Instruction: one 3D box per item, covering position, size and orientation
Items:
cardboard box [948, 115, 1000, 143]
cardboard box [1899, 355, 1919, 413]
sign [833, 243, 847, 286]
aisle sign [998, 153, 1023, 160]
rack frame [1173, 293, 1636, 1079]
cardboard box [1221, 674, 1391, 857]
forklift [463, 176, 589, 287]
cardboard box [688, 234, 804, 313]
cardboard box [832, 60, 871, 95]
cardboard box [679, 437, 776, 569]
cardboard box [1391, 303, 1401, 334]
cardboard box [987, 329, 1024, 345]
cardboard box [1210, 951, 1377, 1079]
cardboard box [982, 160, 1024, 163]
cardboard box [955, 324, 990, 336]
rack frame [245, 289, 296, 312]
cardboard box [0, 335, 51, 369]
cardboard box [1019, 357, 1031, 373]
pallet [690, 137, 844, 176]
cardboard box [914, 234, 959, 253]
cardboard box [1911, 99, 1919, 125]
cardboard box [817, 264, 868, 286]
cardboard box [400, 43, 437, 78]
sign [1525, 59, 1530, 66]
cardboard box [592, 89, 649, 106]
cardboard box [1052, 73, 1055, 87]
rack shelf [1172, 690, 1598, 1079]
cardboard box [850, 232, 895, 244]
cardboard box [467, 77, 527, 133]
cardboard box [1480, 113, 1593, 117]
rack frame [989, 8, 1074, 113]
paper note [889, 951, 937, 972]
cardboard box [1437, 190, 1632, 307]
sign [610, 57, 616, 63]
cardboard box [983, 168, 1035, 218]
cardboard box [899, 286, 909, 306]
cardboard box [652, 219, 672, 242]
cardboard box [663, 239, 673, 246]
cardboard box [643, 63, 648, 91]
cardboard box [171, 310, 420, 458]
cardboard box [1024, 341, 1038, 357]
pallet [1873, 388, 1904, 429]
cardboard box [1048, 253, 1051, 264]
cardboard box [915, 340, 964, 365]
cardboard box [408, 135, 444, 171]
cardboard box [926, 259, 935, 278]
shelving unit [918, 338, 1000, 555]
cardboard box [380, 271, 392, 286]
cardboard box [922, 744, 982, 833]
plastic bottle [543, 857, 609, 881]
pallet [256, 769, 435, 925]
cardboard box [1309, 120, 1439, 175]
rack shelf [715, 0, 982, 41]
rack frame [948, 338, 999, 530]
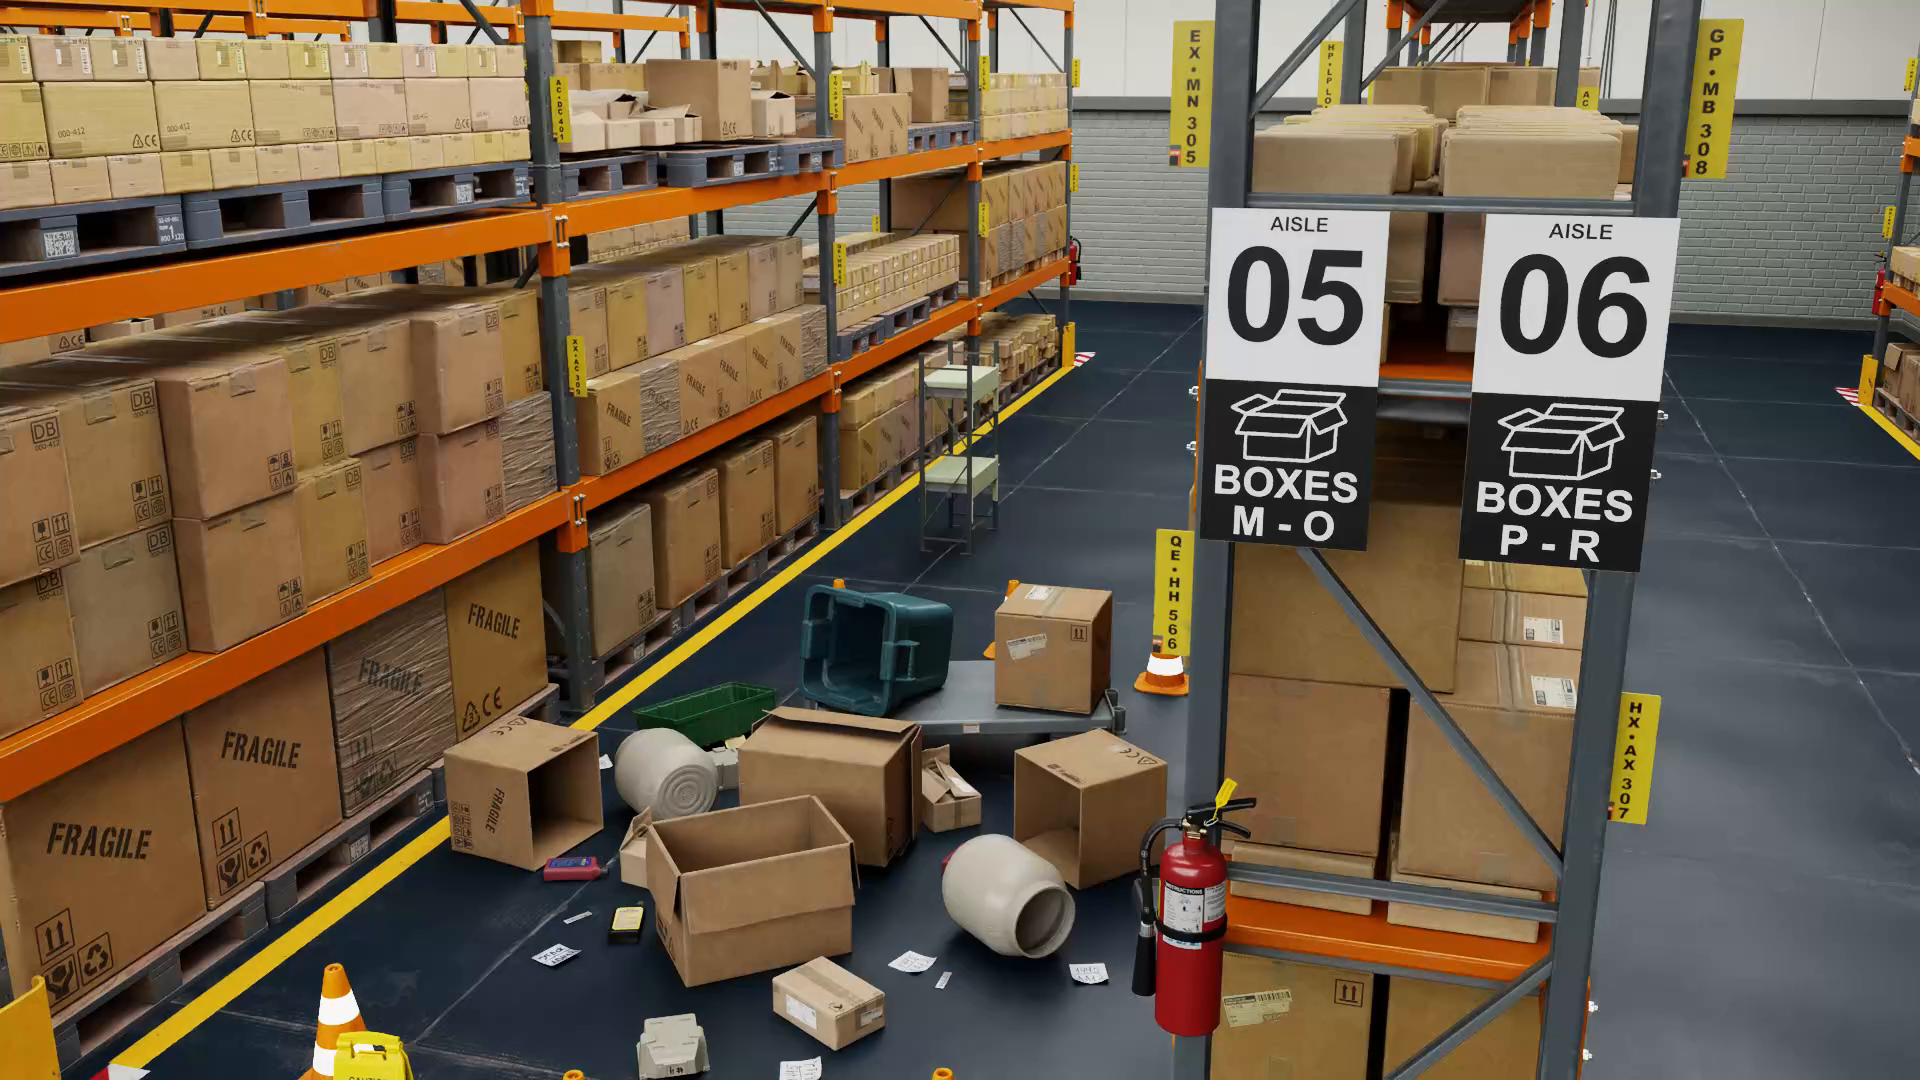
[{"bbox_3d":[0.083,-4.078,16.487,0.500,0.250,0.500,5,17,19],"label":"cardboard box"},{"bbox_3d":[9.825,-1.538,16.565,0.700,0.500,0.500,5,17,18],"label":"cardboard box"},{"bbox_3d":[-0.905,-2.075,12.525,0.100,0.325,0.005,5,16,16],"label":"sign"},{"bbox_3d":[0.569,-4.946,20.005,0.394,0.787,0.004,5,16,16],"label":"aisle sign"},{"bbox_3d":[1.063,0.891,4.193,1.000,3.000,0.127,5,16,16],"label":"rack frame"},{"bbox_3d":[0.953,0.536,4.714,0.500,0.500,0.500,4,16,15],"label":"cardboard box"},{"bbox_3d":[-3.880,-1.874,14.065,1.130,2.935,3.031,7,17,24],"label":"forklift"},{"bbox_3d":[-1.575,-1.972,12.270,0.700,0.500,0.500,5,16,16],"label":"cardboard box"},{"bbox_3d":[-0.912,-3.639,13.078,0.396,0.266,0.258,5,16,16],"label":"cardboard box"},{"bbox_3d":[-1.942,-0.298,11.737,1.050,0.750,0.750,5,17,17],"label":"cardboard box"},{"bbox_3d":[1.044,-0.681,4.697,0.380,0.149,0.250,5,17,18],"label":"cardboard box"},{"bbox_3d":[0.511,-2.275,18.717,0.380,0.149,0.250,4,16,14],"label":"cardboard box"},{"bbox_3d":[1.041,1.421,5.218,0.500,0.500,0.500,5,17,16],"label":"cardboard box"},{"bbox_3d":[0.453,-4.228,19.679,0.500,0.500,0.500,5,16,16],"label":"cardboard box"},{"bbox_3d":[0.124,-2.378,19.082,0.380,0.149,0.250,5,17,18],"label":"cardboard box"},{"bbox_3d":[-6.165,-1.971,14.281,1.000,3.000,0.127,5,16,16],"label":"rack frame"},{"bbox_3d":[-6.941,-1.612,11.147,1.000,1.000,1.000,5,17,16],"label":"cardboard box"},{"bbox_3d":[0.585,-1.985,18.785,0.380,0.149,0.250,5,17,17],"label":"cardboard box"},{"bbox_3d":[-1.570,-2.739,11.840,1.213,0.211,1.003,5,17,18],"label":"pallet"},{"bbox_3d":[-0.228,-2.854,15.993,0.380,0.149,0.250,5,17,18],"label":"cardboard box"},{"bbox_3d":[9.982,-4.331,16.833,0.500,0.250,0.500,4,16,15],"label":"cardboard box"},{"bbox_3d":[-0.973,-2.167,13.574,0.380,0.149,0.250,5,16,16],"label":"cardboard box"},{"bbox_3d":[-2.588,-2.152,7.468,0.380,0.149,0.250,5,17,17],"label":"cardboard box"},{"bbox_3d":[4.996,-4.053,14.599,0.100,0.325,0.005,5,16,16],"label":"sign"},{"bbox_3d":[-2.143,-2.772,10.820,0.500,0.311,0.500,4,16,15],"label":"cardboard box"},{"bbox_3d":[0.879,-5.288,19.106,0.380,0.149,0.250,5,17,17],"label":"cardboard box"},{"bbox_3d":[1.632,0.713,6.135,1.077,0.370,4.000,5,16,16],"label":"rack shelf"},{"bbox_3d":[-0.854,-2.906,16.179,0.380,0.149,0.250,6,17,19],"label":"cardboard box"},{"bbox_3d":[-2.468,-2.129,8.118,0.500,0.250,0.500,4,16,15],"label":"cardboard box"},{"bbox_3d":[2.015,-1.417,5.831,0.380,0.149,0.250,5,17,17],"label":"cardboard box"},{"bbox_3d":[0.836,-6.539,19.392,1.000,3.000,0.127,5,16,16],"label":"rack frame"},{"bbox_3d":[-0.191,1.712,6.758,0.148,0.019,0.142,11,19,35],"label":"paper note"},{"bbox_3d":[1.462,-0.734,4.154,0.500,0.250,0.500,4,16,15],"label":"cardboard box"},{"bbox_3d":[-4.422,-6.010,21.278,0.100,0.325,0.005,5,16,16],"label":"sign"},{"bbox_3d":[0.514,-3.778,18.092,0.500,0.500,0.500,4,16,14],"label":"cardboard box"},{"bbox_3d":[-0.667,-2.157,14.629,0.380,0.149,0.250,4,16,14],"label":"cardboard box"},{"bbox_3d":[-3.919,-3.855,20.653,0.500,0.250,0.500,4,16,15],"label":"cardboard box"},{"bbox_3d":[-3.822,-3.690,20.803,0.380,0.149,0.250,5,16,16],"label":"cardboard box"},{"bbox_3d":[-3.988,-5.665,20.672,0.700,0.500,0.500,4,16,13],"label":"cardboard box"},{"bbox_3d":[-3.043,-0.728,7.644,0.875,0.550,0.550,5,16,16],"label":"cardboard box"},{"bbox_3d":[0.678,-2.194,18.976,0.380,0.149,0.250,5,17,17],"label":"cardboard box"},{"bbox_3d":[10.123,-1.341,17.172,1.003,0.211,1.213,5,16,16],"label":"pallet"},{"bbox_3d":[0.850,-3.296,19.413,0.380,0.149,0.250,4,16,15],"label":"cardboard box"},{"bbox_3d":[-0.270,-1.752,15.947,0.500,0.250,0.500,4,16,14],"label":"cardboard box"},{"bbox_3d":[-2.588,-1.765,7.566,0.380,0.149,0.250,5,16,16],"label":"cardboard box"},{"bbox_3d":[-0.445,-2.506,15.312,0.380,0.149,0.250,4,16,14],"label":"cardboard box"},{"bbox_3d":[-0.002,-0.720,12.619,0.431,1.500,0.755,5,16,16],"label":"shelving unit"},{"bbox_3d":[-5.479,-2.394,15.591,0.500,0.500,0.500,4,16,15],"label":"cardboard box"},{"bbox_3d":[-0.089,1.206,8.090,0.258,0.266,0.396,-7,17,-23],"label":"cardboard box"},{"bbox_3d":[-1.722,1.482,7.493,0.283,0.061,0.133,-1,16,-3],"label":"plastic bottle"},{"bbox_3d":[-3.211,1.341,7.714,1.003,0.211,1.213,5,16,16],"label":"pallet"},{"bbox_3d":[1.239,-1.185,5.013,0.380,0.149,0.250,5,16,16],"label":"cardboard box"},{"bbox_3d":[-0.870,-4.431,14.011,1.077,0.370,4.000,5,16,16],"label":"rack shelf"},{"bbox_3d":[0.102,-0.816,12.956,0.400,1.500,0.023,5,16,16],"label":"rack frame"}]
